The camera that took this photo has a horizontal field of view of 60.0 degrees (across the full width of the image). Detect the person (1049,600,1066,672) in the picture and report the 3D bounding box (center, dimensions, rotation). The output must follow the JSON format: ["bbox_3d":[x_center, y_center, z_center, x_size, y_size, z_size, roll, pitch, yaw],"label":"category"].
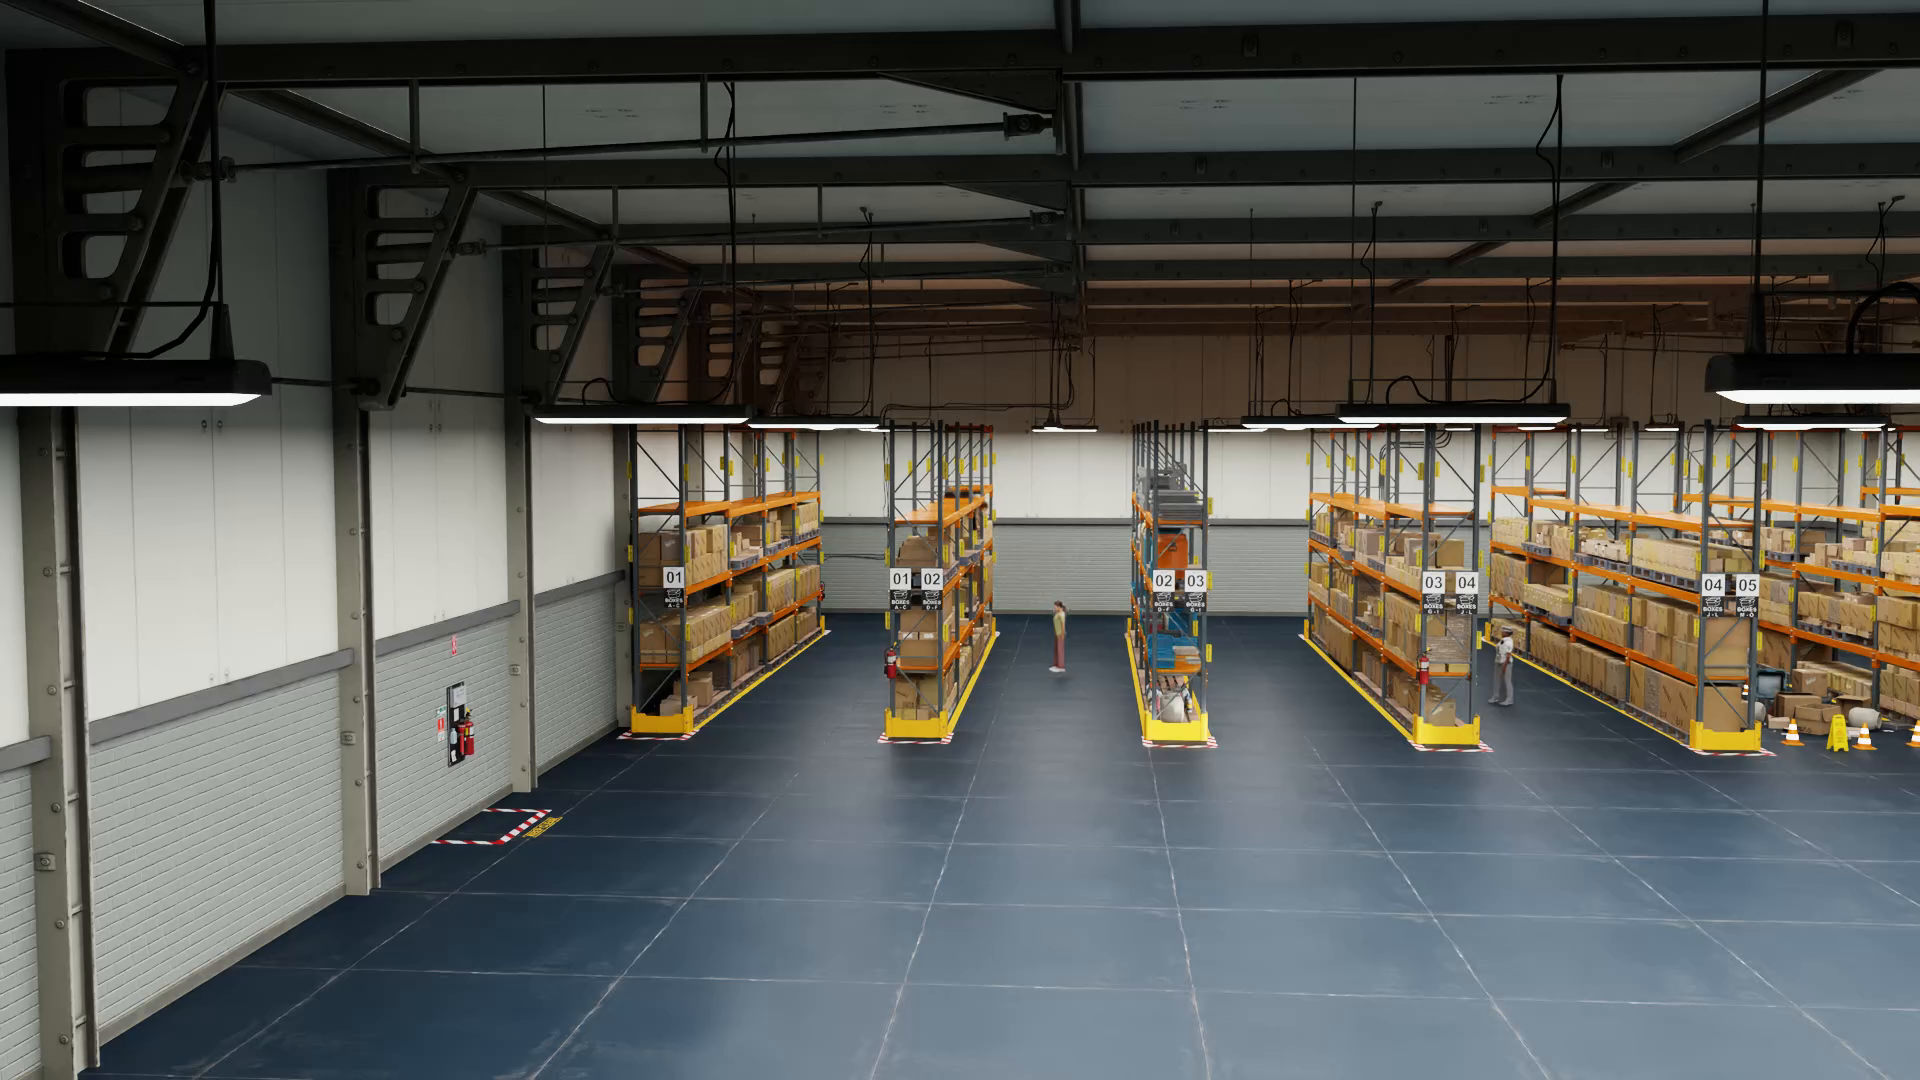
[{"bbox_3d":[2.319,2.262,39.314,0.416,1.677,0.482,-1,4,-8],"label":"person"}]

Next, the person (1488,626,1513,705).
[{"bbox_3d":[11.501,2.651,35.340,0.424,1.659,0.485,-1,4,-16],"label":"person"}]

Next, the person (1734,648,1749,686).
[{"bbox_3d":[17.722,2.497,37.742,0.549,1.718,0.650,-1,4,-10],"label":"person"}]

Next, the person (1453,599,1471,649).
[{"bbox_3d":[13.473,2.013,44.624,0.640,1.715,1.018,0,4,7],"label":"person"}]
